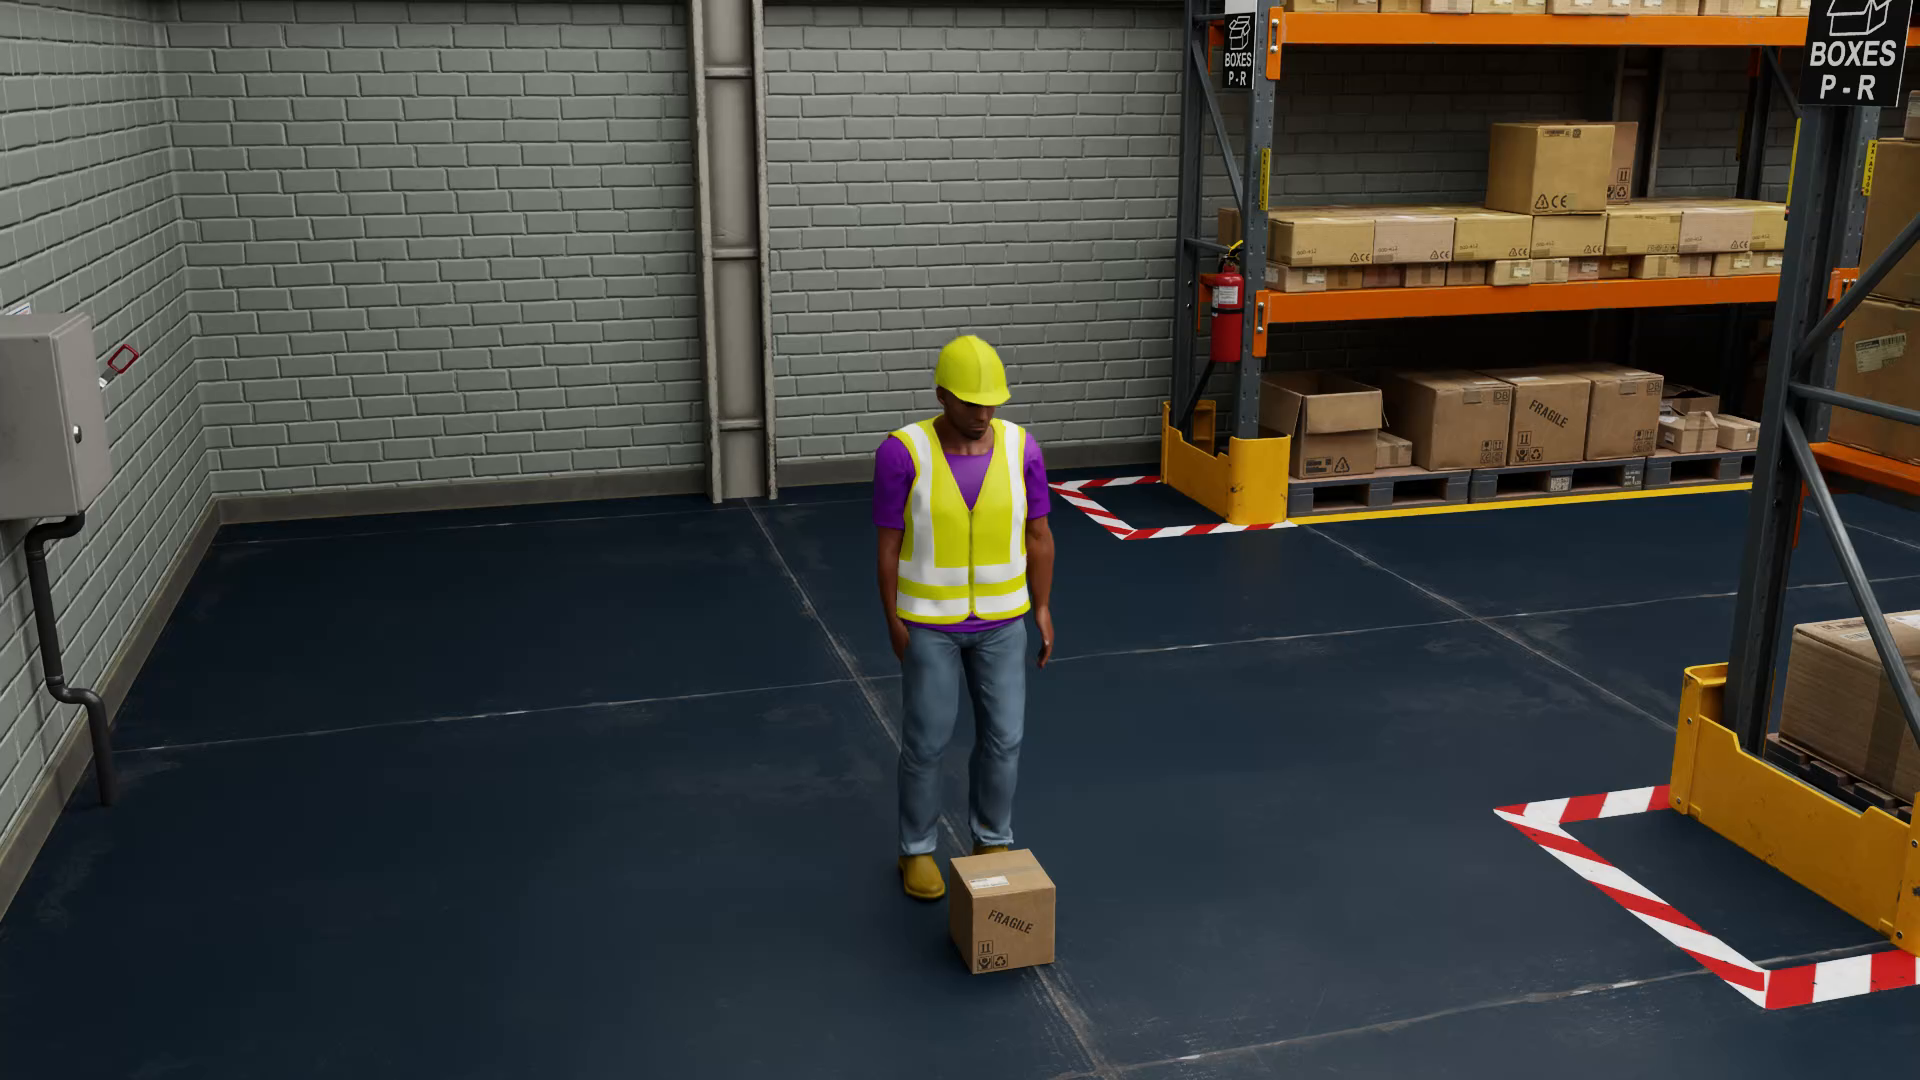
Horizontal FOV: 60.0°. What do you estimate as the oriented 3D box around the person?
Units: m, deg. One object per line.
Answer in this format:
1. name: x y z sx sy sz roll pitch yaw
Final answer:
1. person: 0.020 0.238 5.163 0.568 1.760 0.368 -4 16 -14
